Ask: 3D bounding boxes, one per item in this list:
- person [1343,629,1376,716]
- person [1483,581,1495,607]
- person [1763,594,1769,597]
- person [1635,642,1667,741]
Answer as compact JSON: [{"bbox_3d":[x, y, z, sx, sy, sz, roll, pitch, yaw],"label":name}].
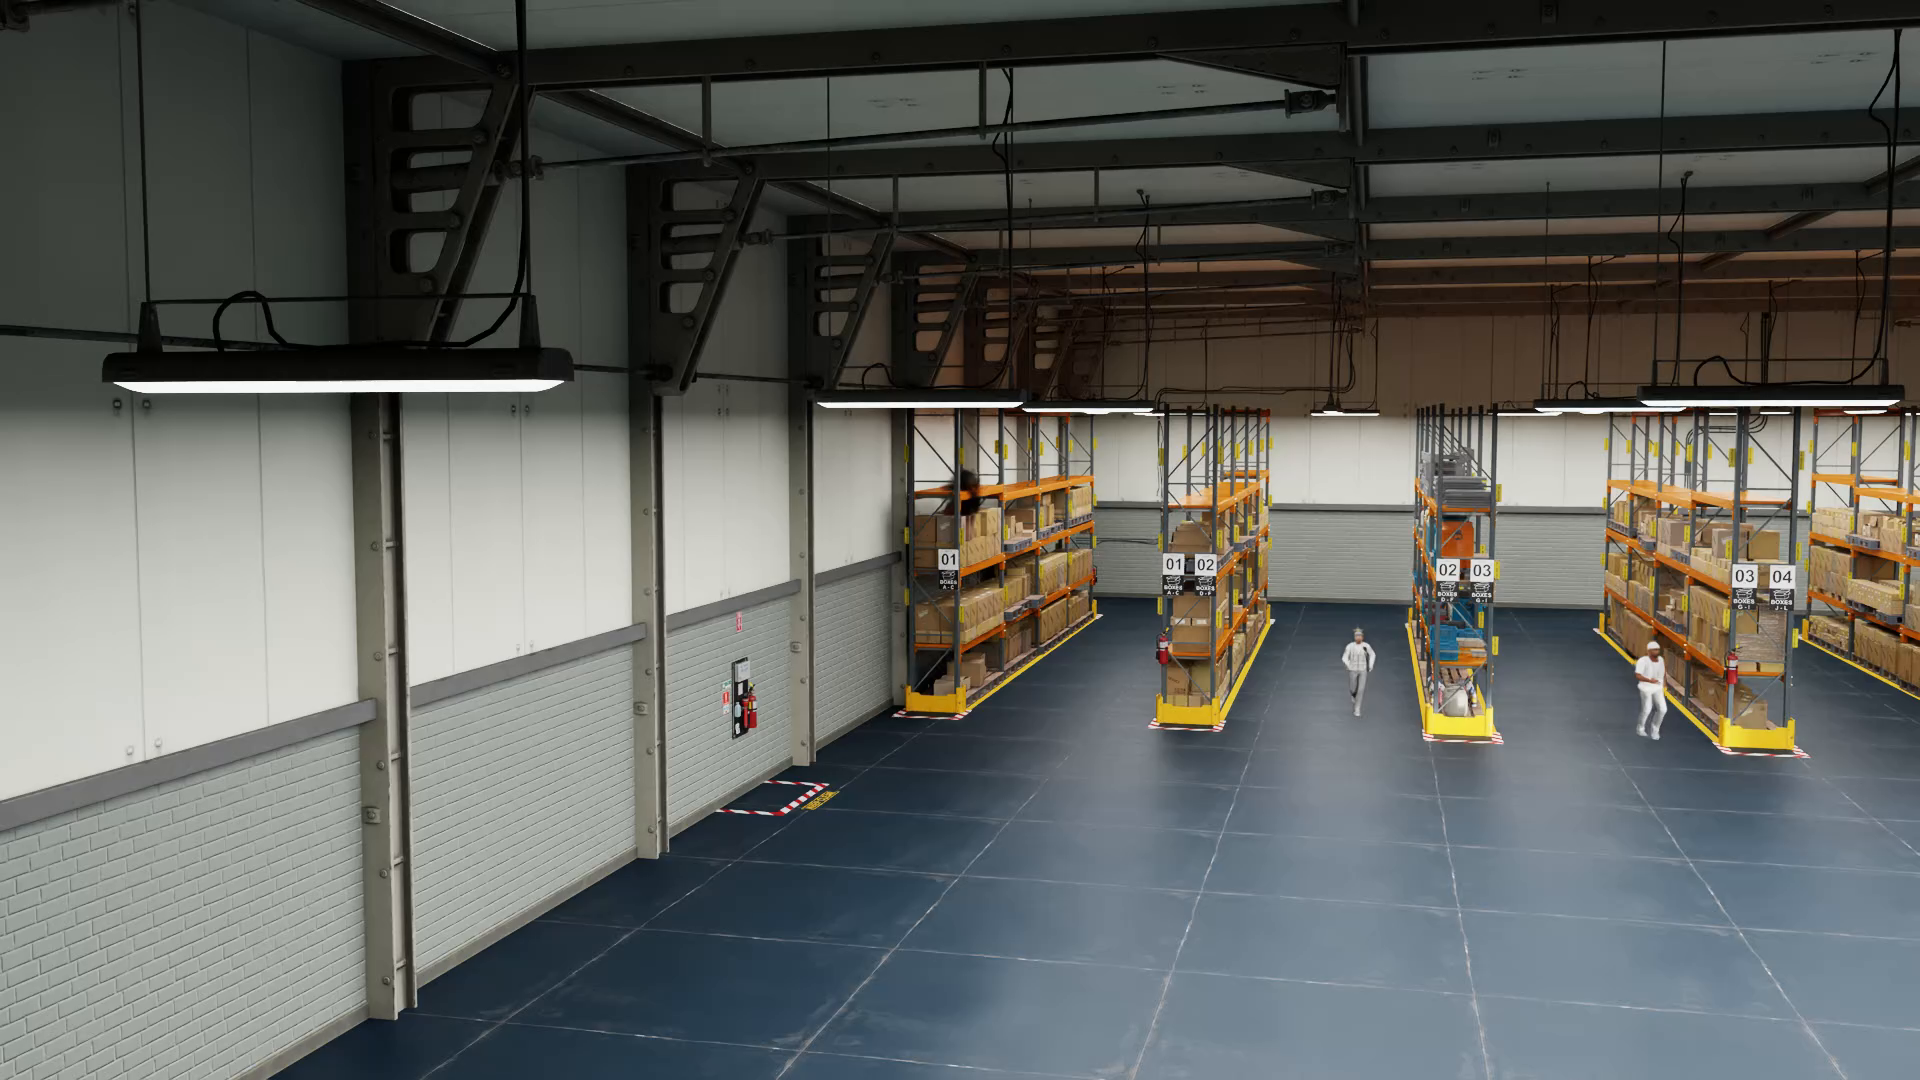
[{"bbox_3d":[7.747,2.545,32.287,0.632,1.661,0.801,1,4,14],"label":"person"},{"bbox_3d":[15.022,1.404,47.703,0.602,1.694,0.643,3,5,36],"label":"person"},{"bbox_3d":[20.850,1.746,43.628,0.654,1.610,0.816,3,5,38],"label":"person"},{"bbox_3d":[12.353,2.711,29.641,0.715,1.819,0.728,-1,4,-10],"label":"person"}]
